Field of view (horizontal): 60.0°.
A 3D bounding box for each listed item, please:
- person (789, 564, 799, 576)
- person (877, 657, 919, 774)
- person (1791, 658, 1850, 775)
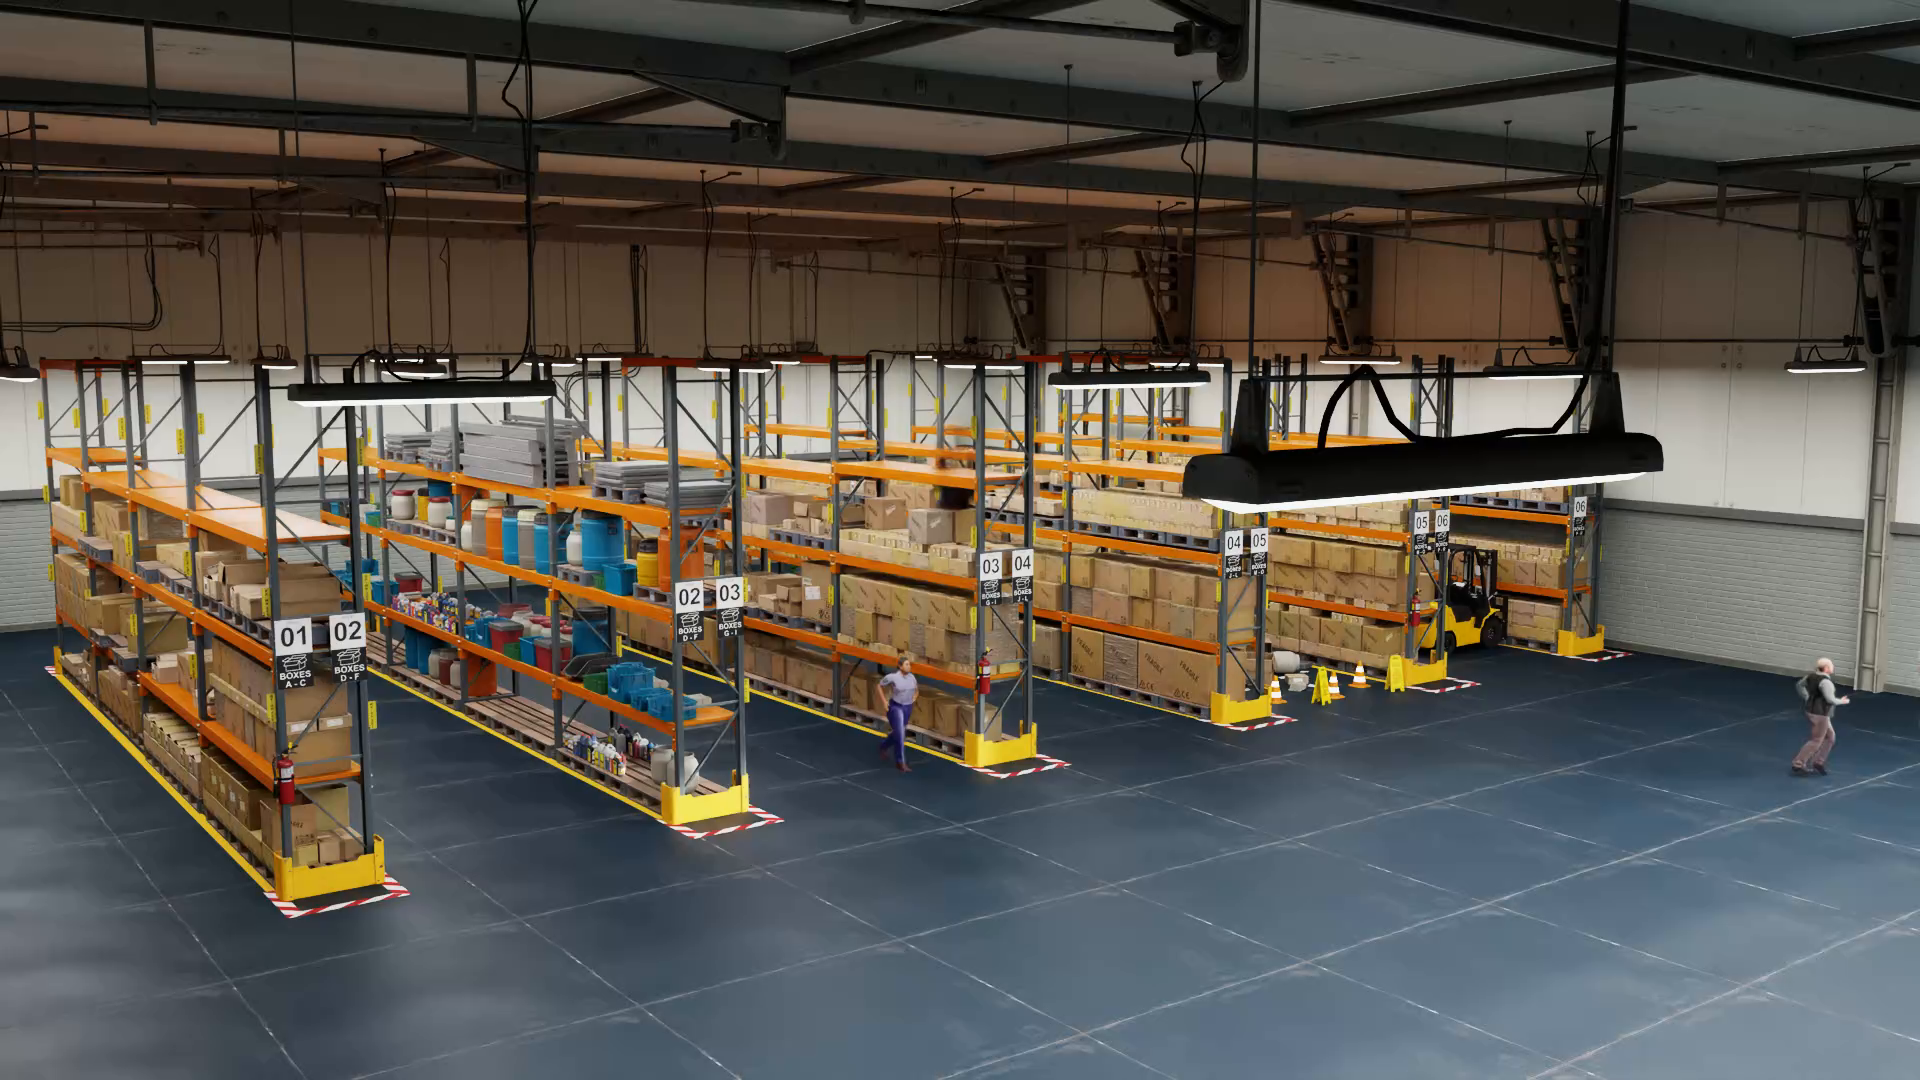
[{"bbox_3d":[-4.025,0.434,41.957,0.674,1.788,0.718,4,8,32],"label":"person"},{"bbox_3d":[-0.885,2.562,24.750,0.627,1.657,0.885,-6,9,-41],"label":"person"},{"bbox_3d":[12.501,2.601,24.181,0.748,1.798,0.675,1,7,7],"label":"person"}]
